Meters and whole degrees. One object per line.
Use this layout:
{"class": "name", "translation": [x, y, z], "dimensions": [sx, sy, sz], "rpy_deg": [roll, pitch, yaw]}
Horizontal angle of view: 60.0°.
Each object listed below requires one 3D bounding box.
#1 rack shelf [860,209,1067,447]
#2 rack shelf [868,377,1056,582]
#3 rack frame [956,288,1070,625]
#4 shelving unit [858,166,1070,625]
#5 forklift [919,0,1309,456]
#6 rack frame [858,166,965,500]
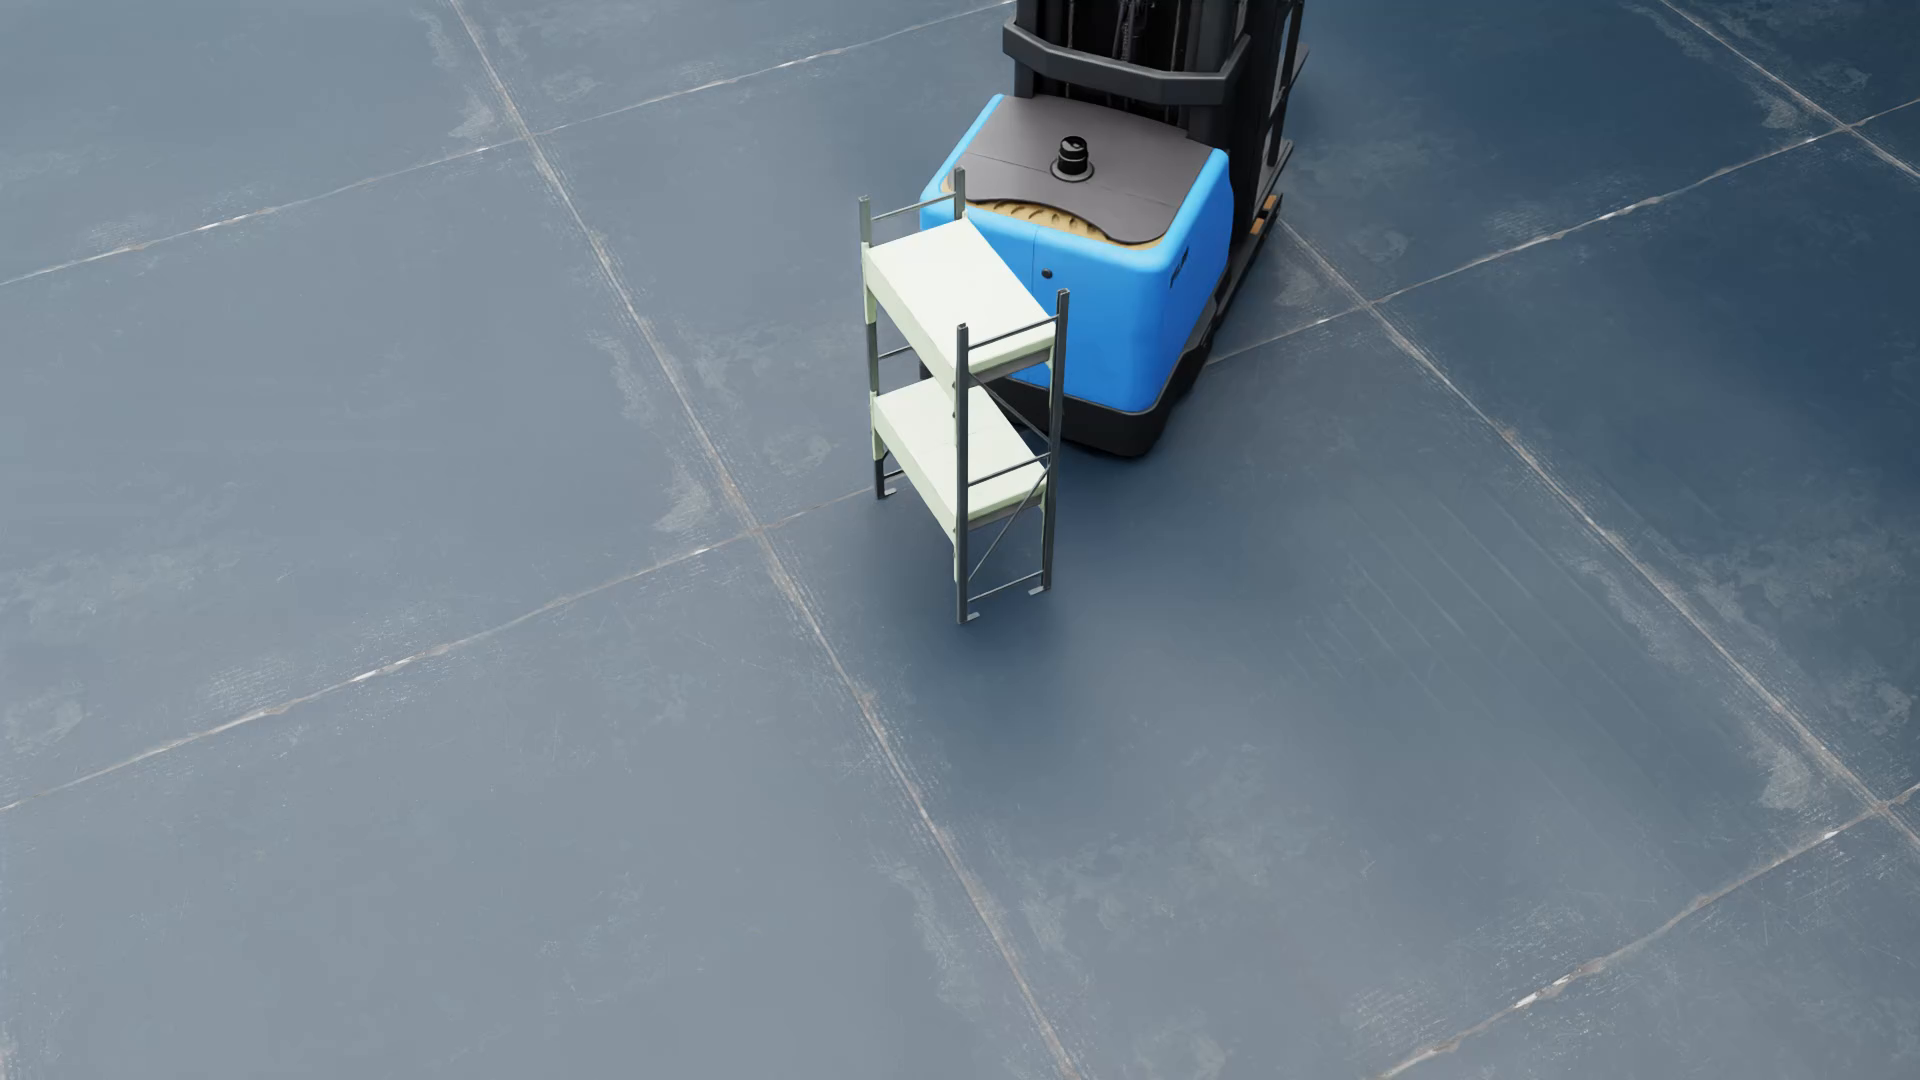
{"class": "rack shelf", "translation": [0.003, -0.746, 5.780], "dimensions": [0.431, 0.370, 0.720], "rpy_deg": [-21, 52, -18]}
{"class": "rack shelf", "translation": [0.003, -0.275, 6.320], "dimensions": [0.431, 0.370, 0.720], "rpy_deg": [-21, 52, -18]}
{"class": "rack frame", "translation": [0.171, -0.244, 5.860], "dimensions": [0.400, 1.500, 0.023], "rpy_deg": [-21, 52, -18]}
{"class": "shelving unit", "translation": [0.003, -0.489, 6.074], "dimensions": [0.431, 1.500, 0.755], "rpy_deg": [-21, 52, -18]}
{"class": "forklift", "translation": [0.884, -2.438, 6.828], "dimensions": [1.130, 2.935, 3.031], "rpy_deg": [18, 51, 15]}
{"class": "rack frame", "translation": [-0.164, -0.734, 6.288], "dimensions": [0.400, 1.500, 0.023], "rpy_deg": [-21, 52, -18]}
